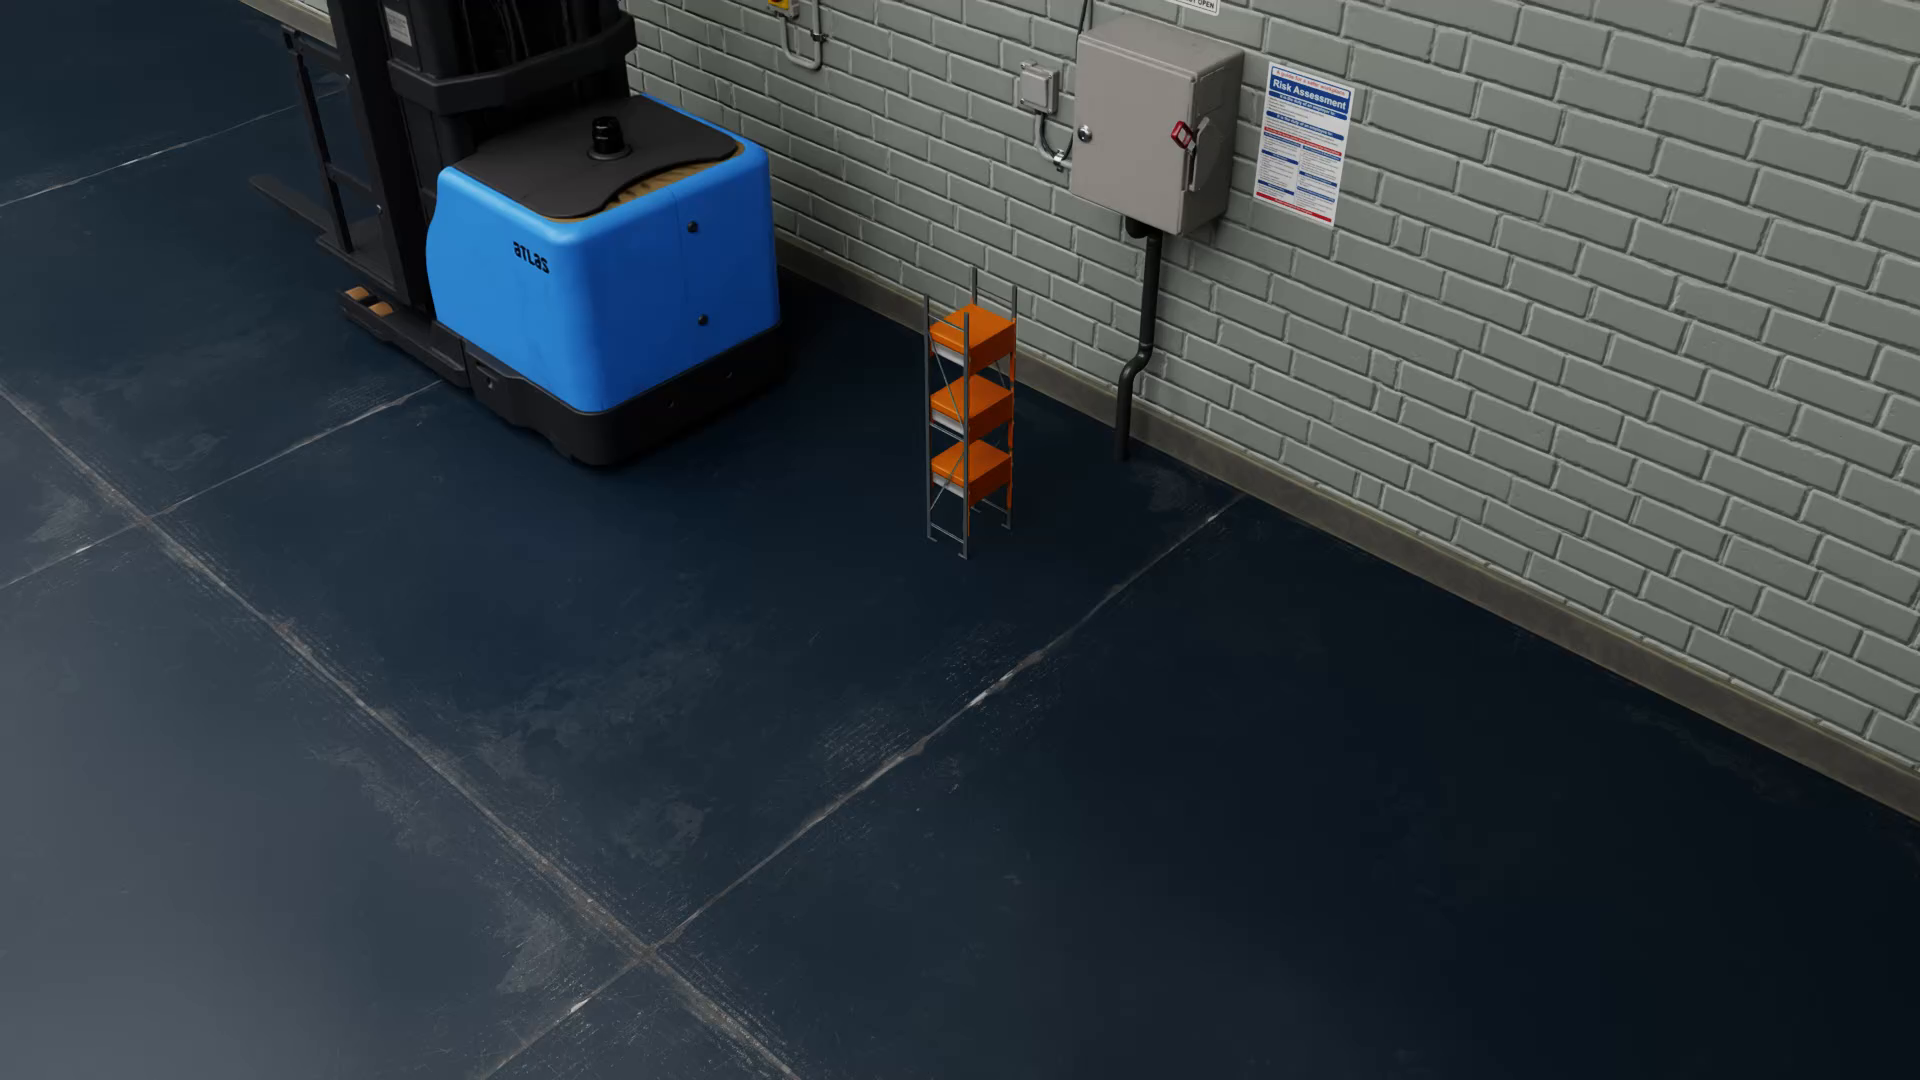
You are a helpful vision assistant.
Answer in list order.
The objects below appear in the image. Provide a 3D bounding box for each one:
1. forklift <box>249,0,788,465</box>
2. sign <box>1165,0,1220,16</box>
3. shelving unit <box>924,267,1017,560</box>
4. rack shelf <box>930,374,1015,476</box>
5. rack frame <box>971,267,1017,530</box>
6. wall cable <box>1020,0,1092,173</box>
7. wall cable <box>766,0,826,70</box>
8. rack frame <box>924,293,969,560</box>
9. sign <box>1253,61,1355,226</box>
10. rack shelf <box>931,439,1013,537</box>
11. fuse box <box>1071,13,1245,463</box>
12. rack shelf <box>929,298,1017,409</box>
[{"bbox_3d":[-2.144,-2.240,6.712,3.031,2.935,1.130,31,48,33],"label":"forklift"},{"bbox_3d":[0.742,-1.918,5.589,0.339,0.242,0.001,30,47,32],"label":"sign"},{"bbox_3d":[0.036,-0.436,5.954,0.215,1.050,0.252,30,47,32],"label":"shelving unit"},{"bbox_3d":[0.036,-0.427,5.961,0.215,0.259,0.240,30,47,32],"label":"rack shelf"},{"bbox_3d":[0.118,-0.492,6.025,0.200,1.050,0.008,30,47,32],"label":"rack frame"},{"bbox_3d":[0.246,-2.233,5.832,0.588,1.984,0.122,30,47,32],"label":"wall cable"},{"bbox_3d":[-0.809,-2.835,6.564,0.585,1.953,0.123,30,47,32],"label":"wall cable"},{"bbox_3d":[-0.046,-0.379,5.884,0.200,1.050,0.008,30,47,32],"label":"rack frame"},{"bbox_3d":[1.148,-1.327,5.585,0.329,0.494,0.001,30,47,32],"label":"sign"},{"bbox_3d":[0.036,-0.210,6.134,0.215,0.259,0.240,30,47,32],"label":"rack shelf"},{"bbox_3d":[0.644,-0.972,6.098,0.539,1.711,0.414,30,47,32],"label":"fuse box"},{"bbox_3d":[0.036,-0.649,5.784,0.215,0.259,0.240,30,47,32],"label":"rack shelf"}]
